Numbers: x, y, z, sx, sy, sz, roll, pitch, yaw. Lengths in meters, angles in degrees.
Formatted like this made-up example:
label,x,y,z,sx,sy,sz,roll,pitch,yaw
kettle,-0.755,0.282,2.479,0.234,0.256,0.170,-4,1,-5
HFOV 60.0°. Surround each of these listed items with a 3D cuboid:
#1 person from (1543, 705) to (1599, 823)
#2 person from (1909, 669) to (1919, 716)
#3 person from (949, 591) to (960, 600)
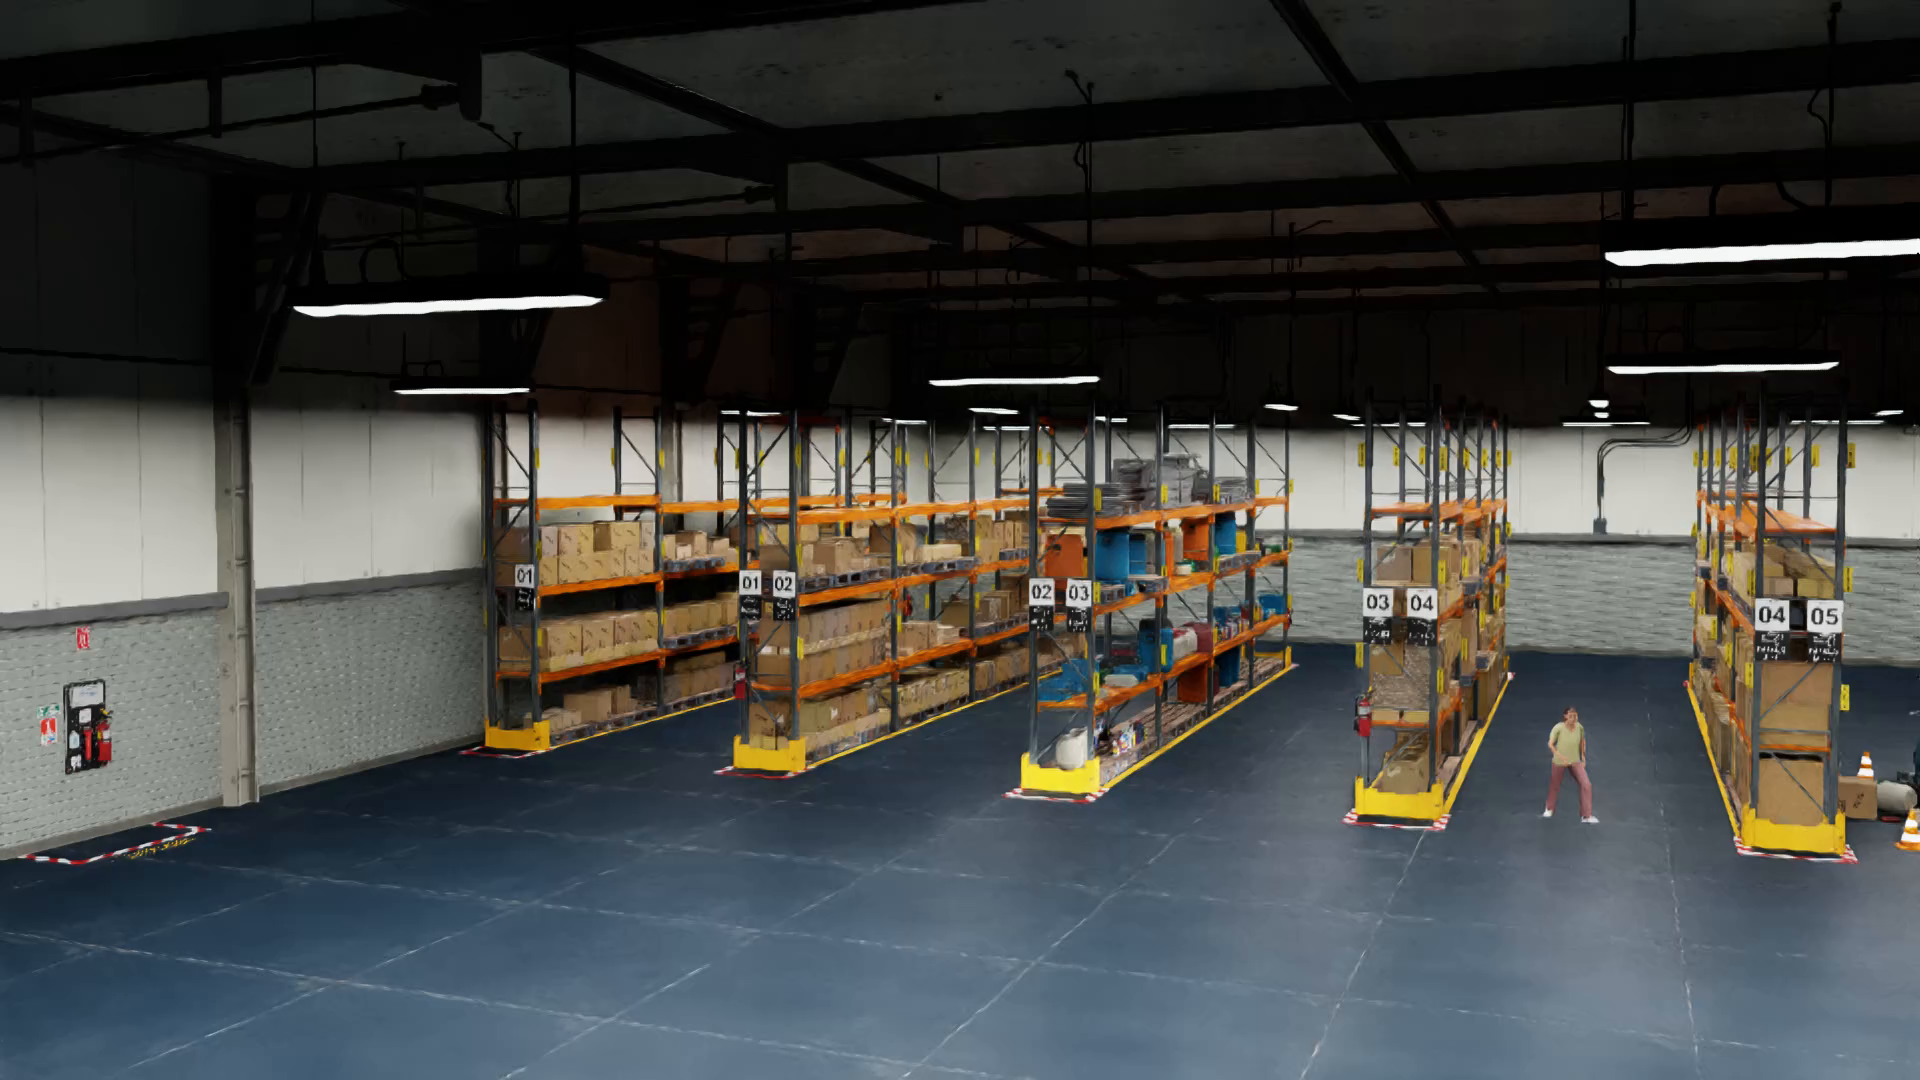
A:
label,x,y,z,sx,sy,sz,roll,pitch,yaw
person,8.387,3.059,22.908,0.625,1.607,0.804,0,3,4
person,18.528,2.526,31.839,0.673,1.773,0.644,-3,4,-45
person,-0.124,2.111,41.495,0.371,1.665,0.606,1,3,12
